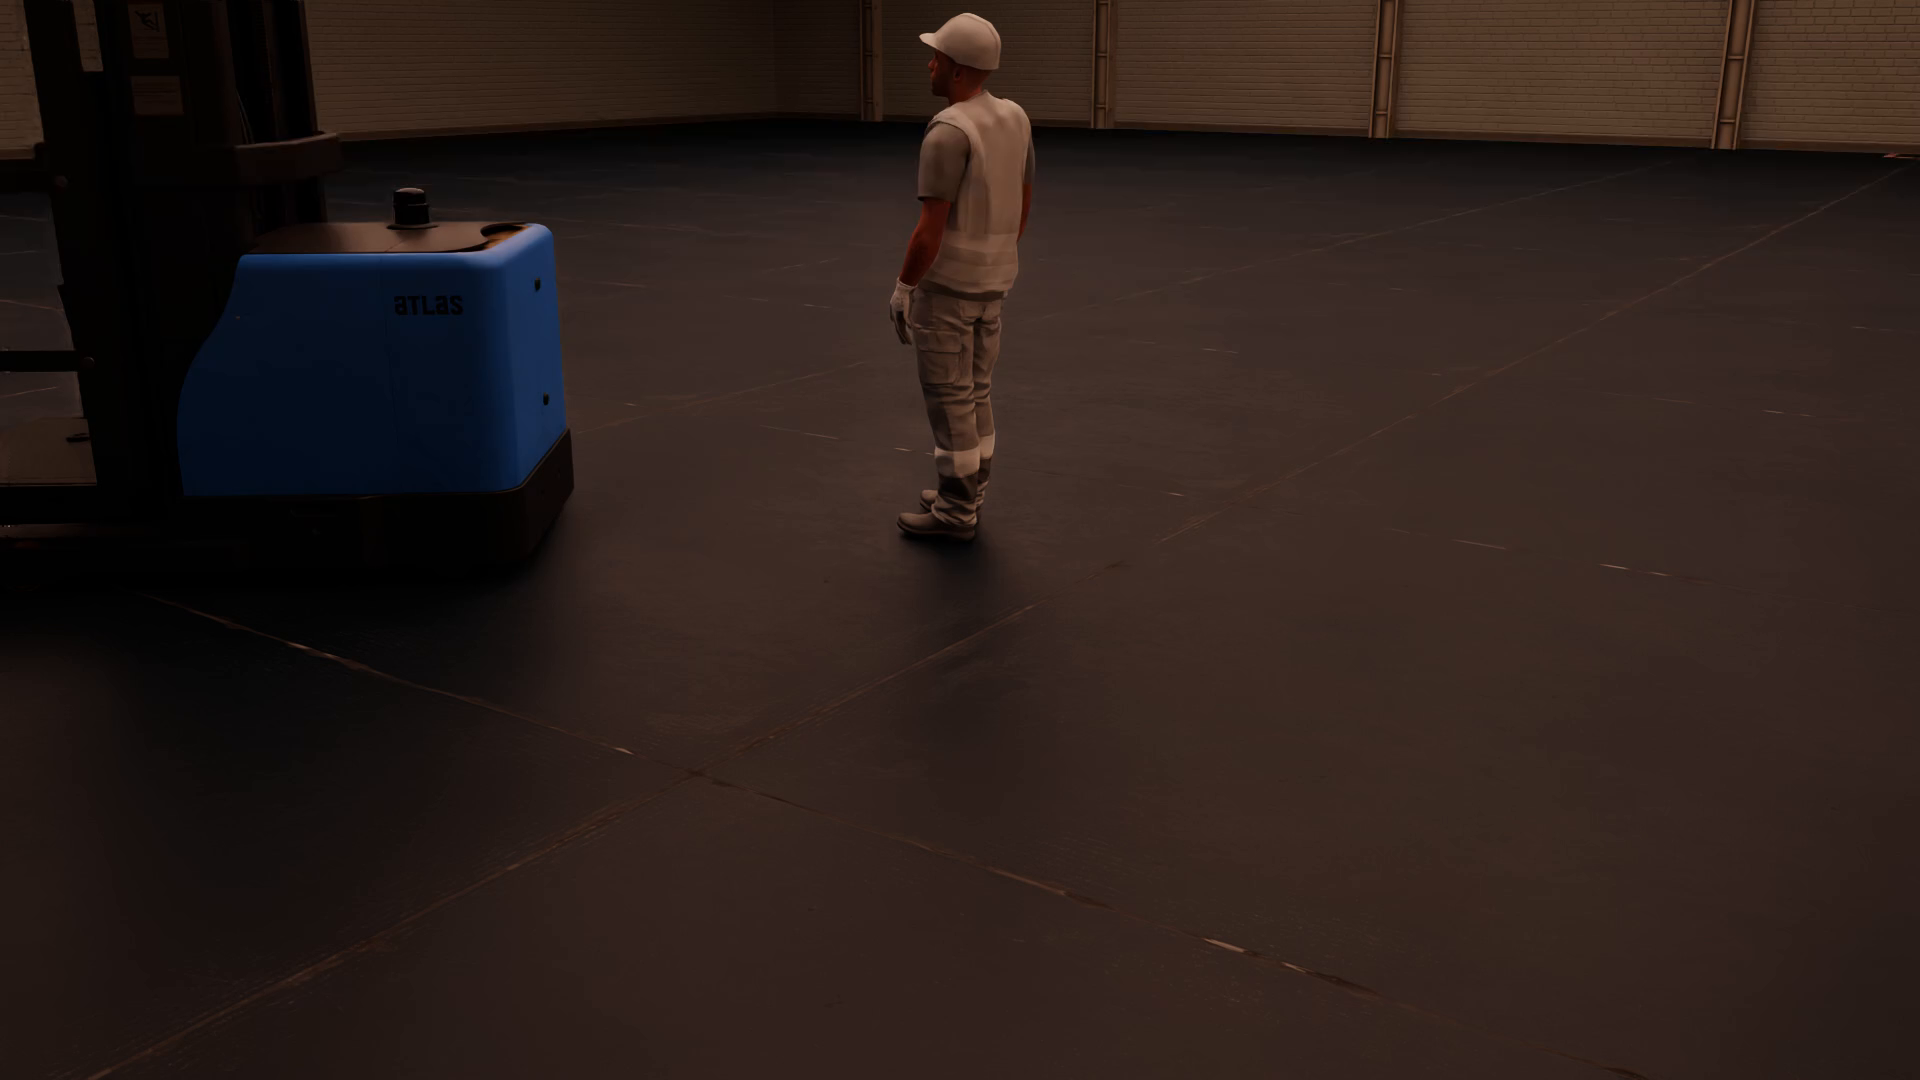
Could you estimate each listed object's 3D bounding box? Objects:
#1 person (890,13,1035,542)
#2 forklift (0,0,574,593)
[{"bbox_3d":[-0.060,-0.880,5.743,0.562,1.790,0.637,11,20,33],"label":"person"},{"bbox_3d":[-2.965,-1.387,5.469,3.031,2.935,1.130,-1,17,-3],"label":"forklift"}]
